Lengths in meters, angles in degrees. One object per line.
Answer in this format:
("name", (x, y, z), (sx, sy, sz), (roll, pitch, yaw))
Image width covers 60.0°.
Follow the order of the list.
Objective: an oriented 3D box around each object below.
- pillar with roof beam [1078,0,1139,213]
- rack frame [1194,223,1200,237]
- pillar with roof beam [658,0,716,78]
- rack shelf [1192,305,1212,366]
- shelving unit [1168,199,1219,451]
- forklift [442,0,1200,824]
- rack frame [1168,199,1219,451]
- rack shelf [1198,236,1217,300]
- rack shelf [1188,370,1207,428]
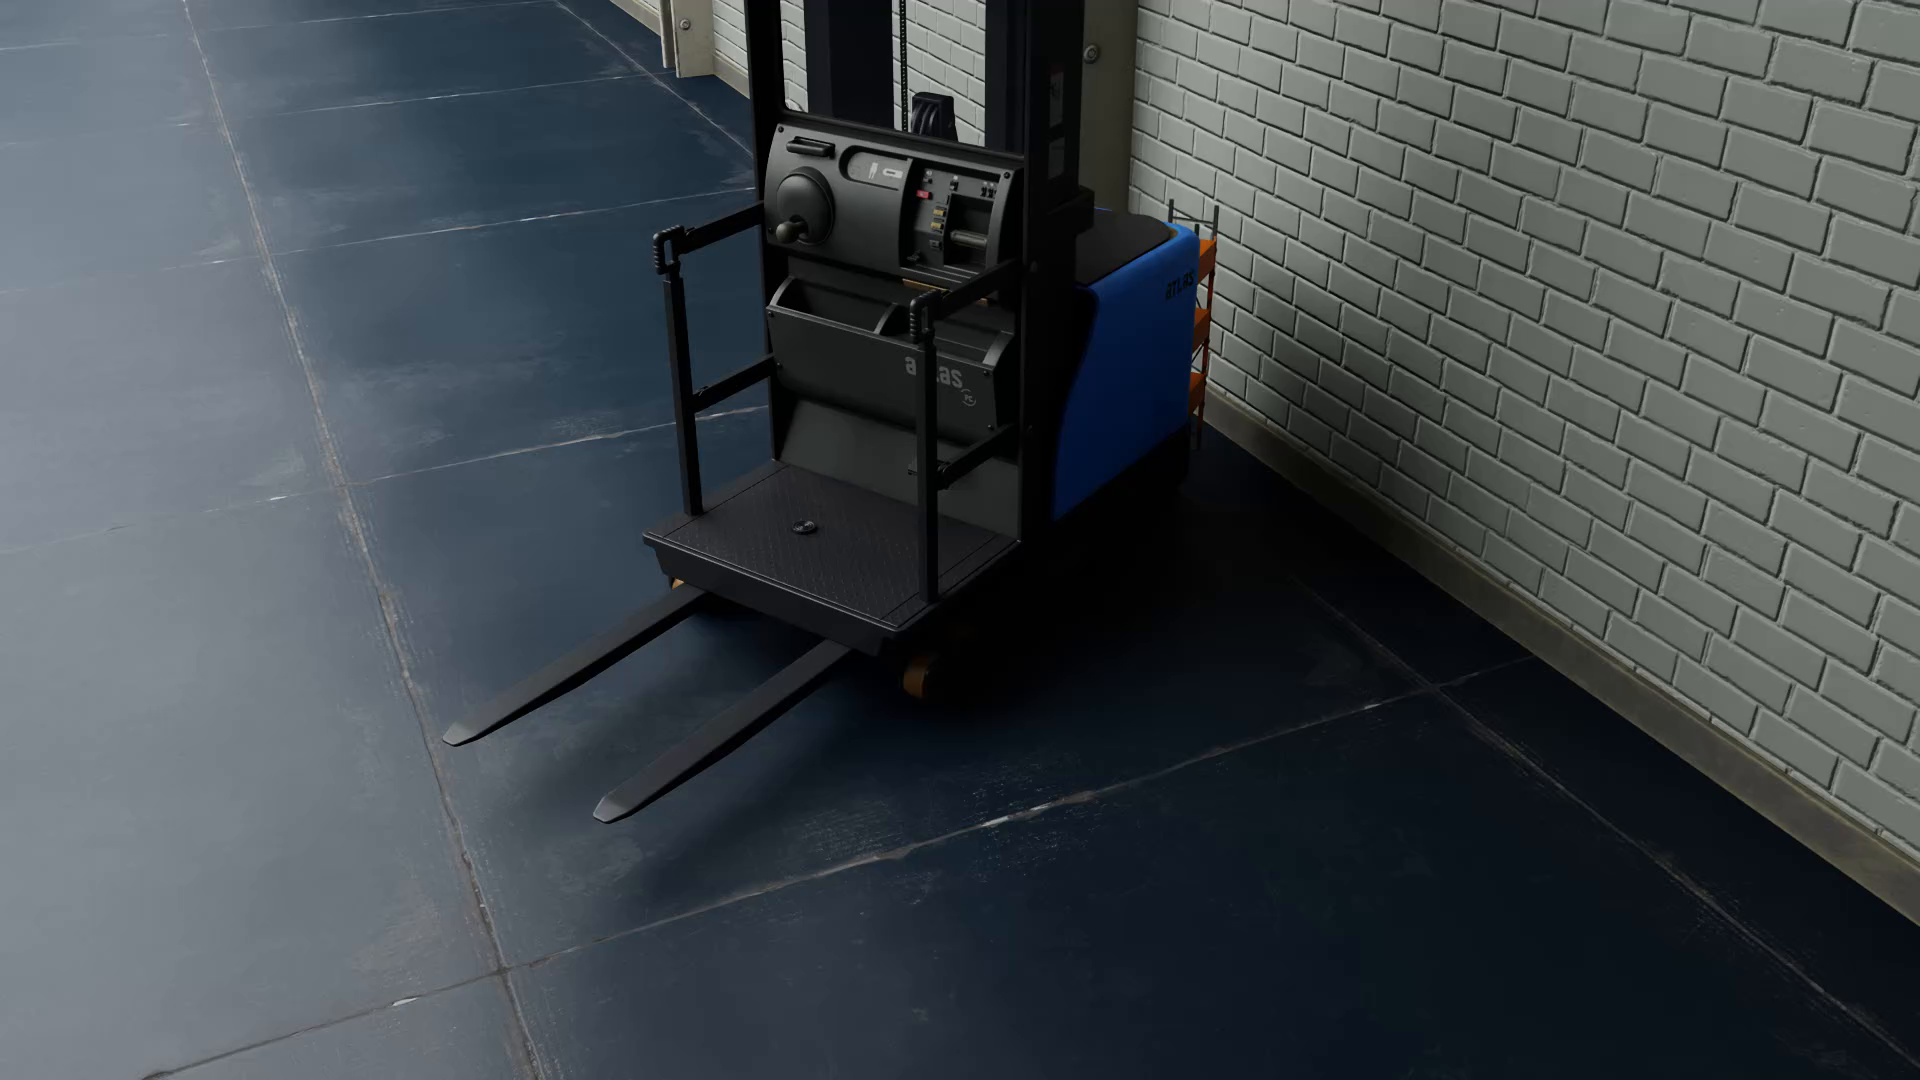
("pillar with roof beam", (-3.354, -3.935, 4.067), (9.100, 9.000, 0.400), (-13, 32, -22))
("rack frame", (0.803, -0.741, 6.497), (0.200, 1.050, 0.008), (13, 32, 22))
("pillar with roof beam", (-5.930, -6.585, 8.793), (9.100, 9.000, 0.400), (-13, 32, -22))
("rack shelf", (0.854, -0.785, 6.599), (0.215, 0.259, 0.240), (13, 32, 22))
("shelving unit", (0.854, -0.795, 6.594), (0.215, 1.050, 0.252), (13, 32, 22))
("forklift", (-0.354, -1.028, 5.087), (1.130, 2.935, 3.031), (19, 34, 30))
("rack frame", (0.906, -0.849, 6.690), (0.200, 1.050, 0.008), (13, 32, 22))
("rack shelf", (0.854, -1.033, 6.460), (0.215, 0.259, 0.240), (13, 32, 22))
("rack shelf", (0.854, -0.543, 6.735), (0.215, 0.259, 0.240), (13, 32, 22))
